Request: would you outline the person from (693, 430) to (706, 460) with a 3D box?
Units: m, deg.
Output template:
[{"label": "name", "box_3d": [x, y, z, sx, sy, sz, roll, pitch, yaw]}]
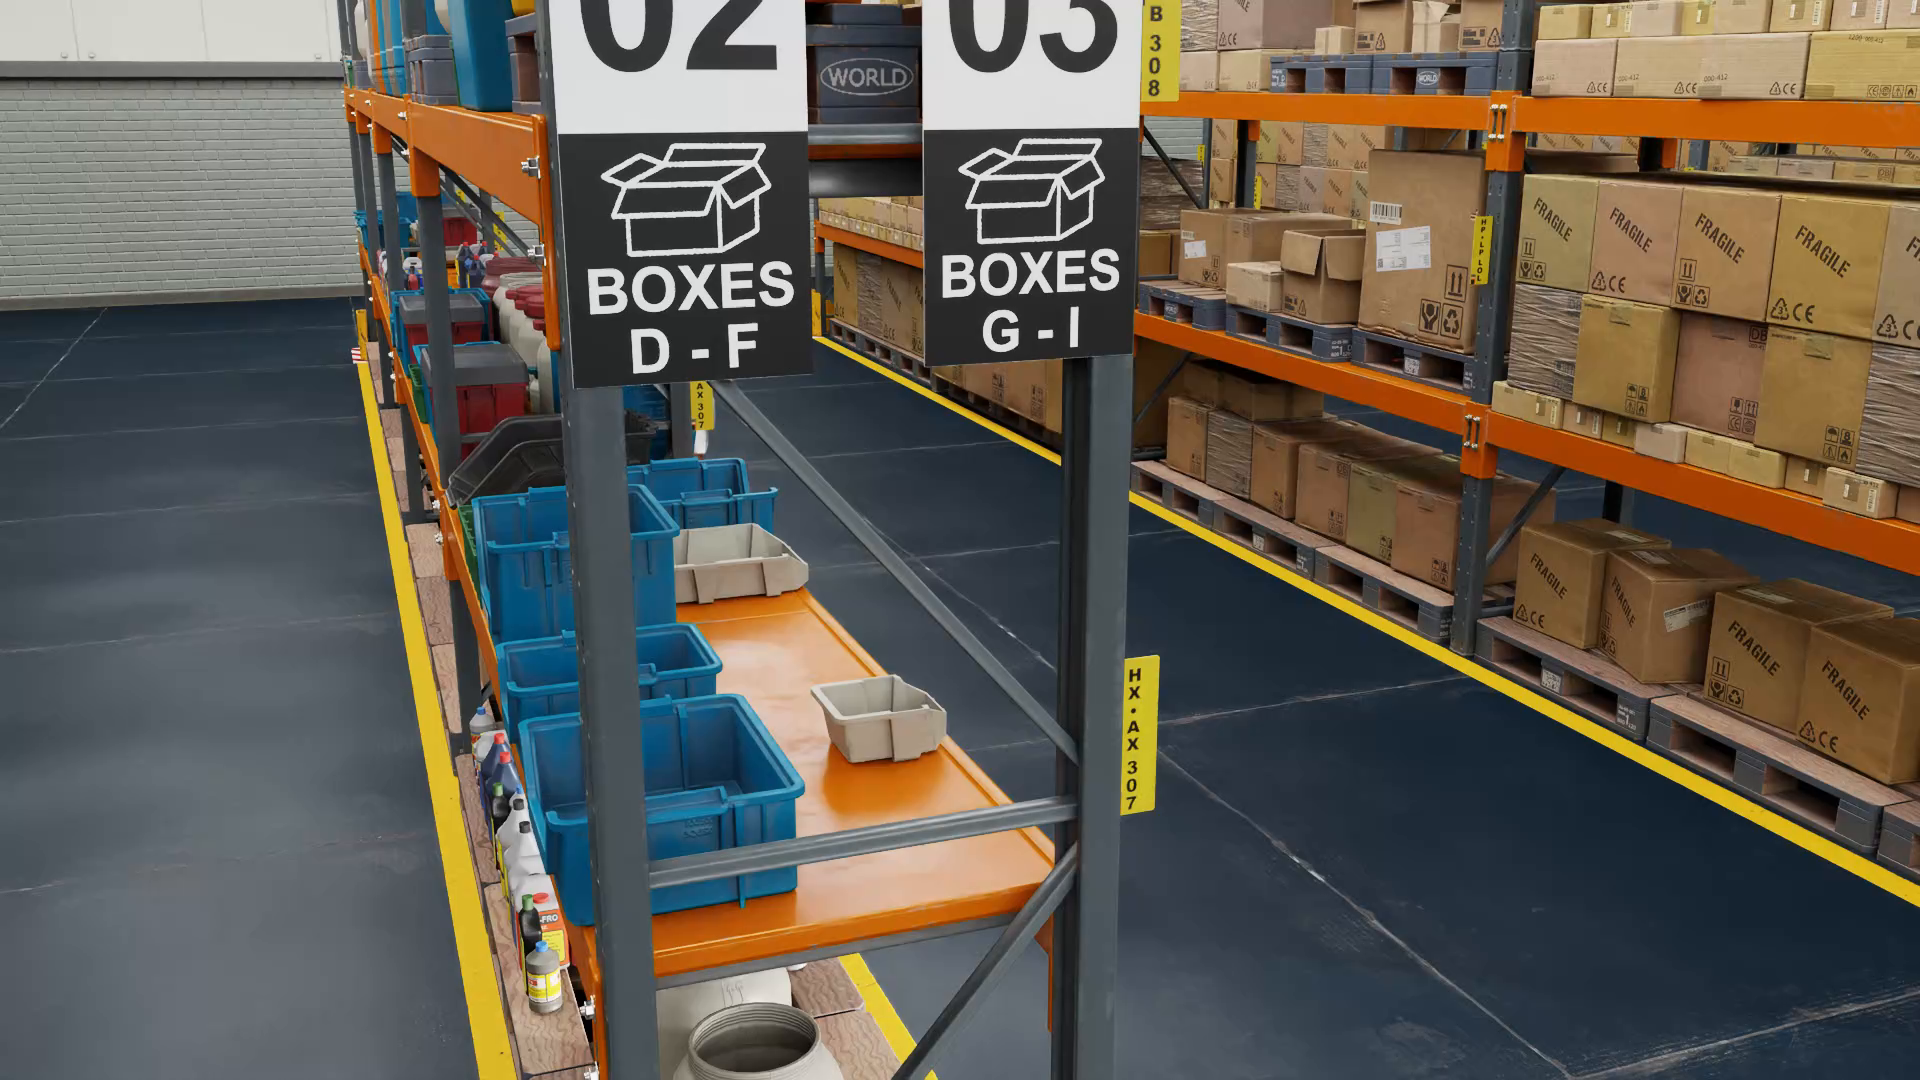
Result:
[{"label": "person", "box_3d": [-1.422, -0.149, 8.022, 0.360, 1.765, 0.565, -11, 19, -34]}]
